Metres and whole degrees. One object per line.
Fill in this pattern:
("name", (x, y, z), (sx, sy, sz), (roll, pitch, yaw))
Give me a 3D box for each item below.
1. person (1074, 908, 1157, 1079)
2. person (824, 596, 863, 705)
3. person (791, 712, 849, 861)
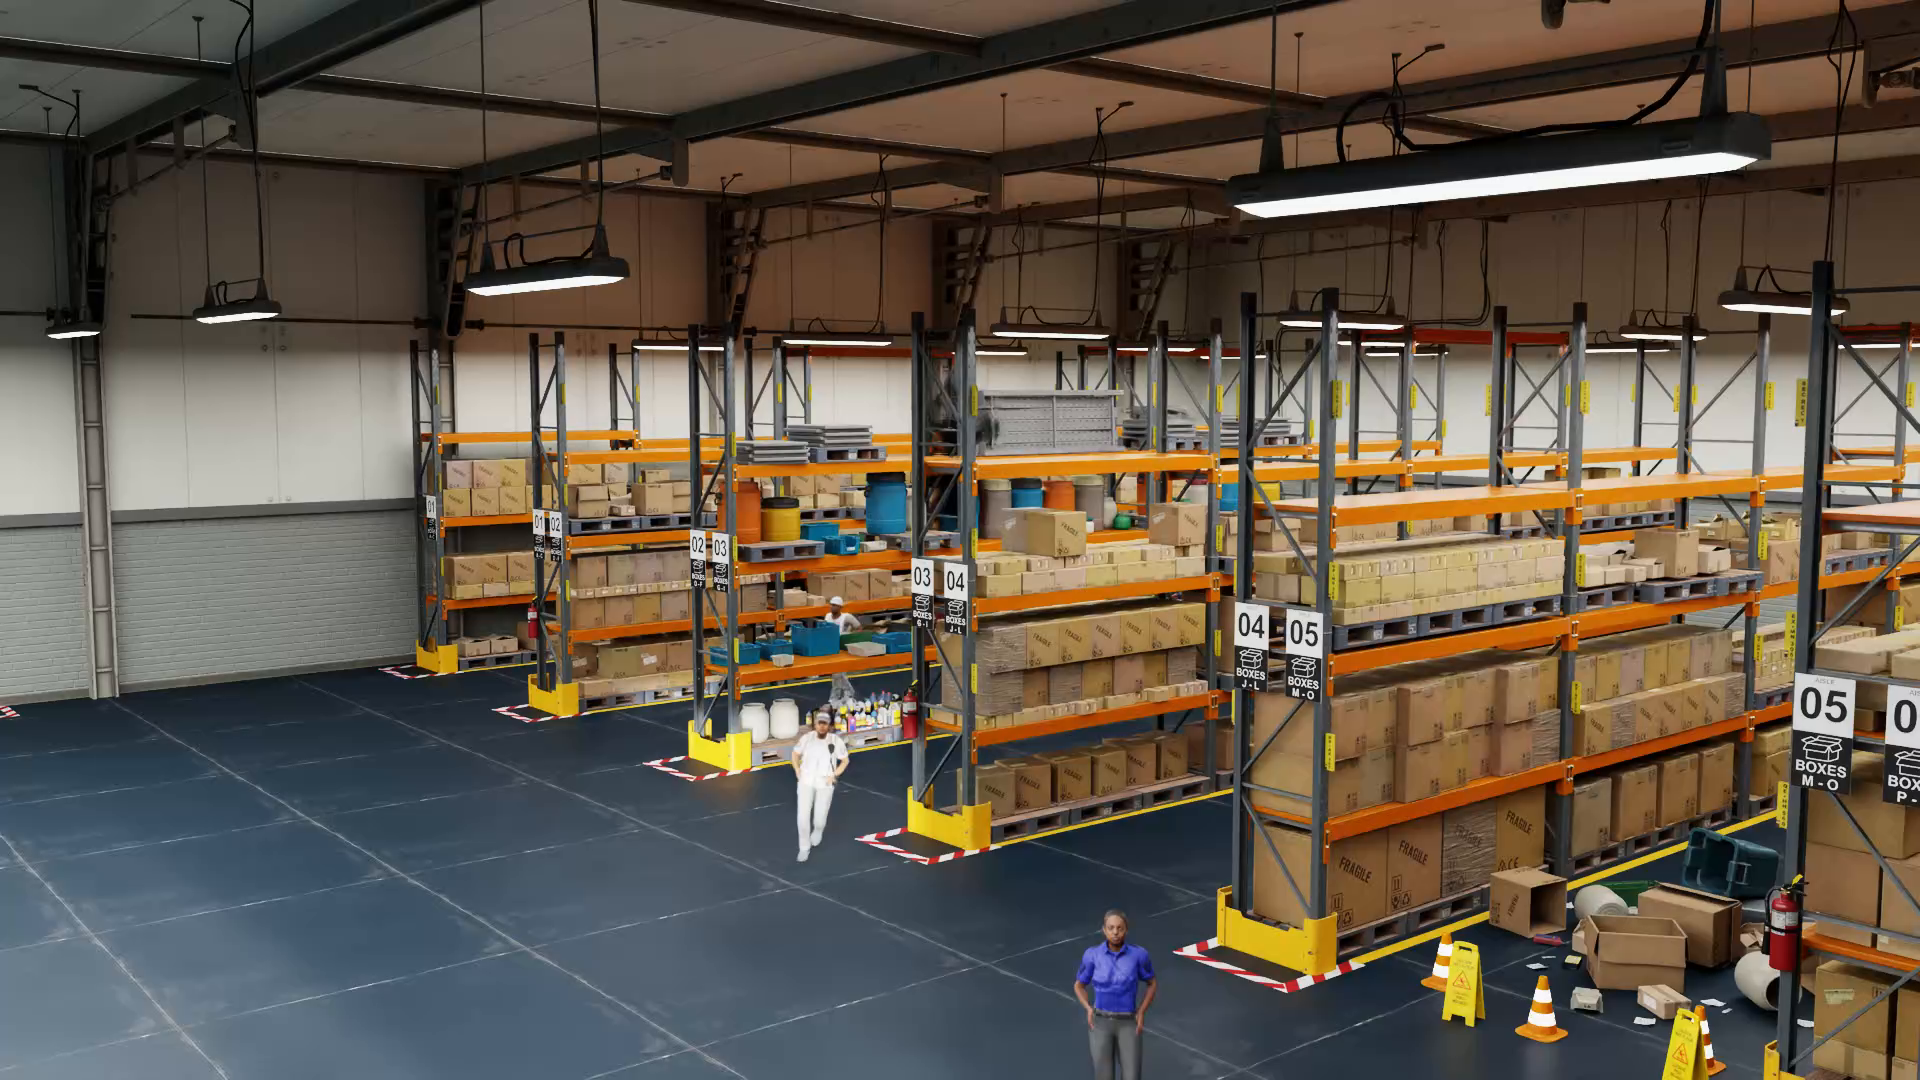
("person", (1.056, 3.317, 11.328), (0.572, 1.606, 0.557), (1, 5, 6))
("person", (-1.937, 1.804, 26.668), (0.706, 1.819, 0.864), (4, 7, 38))
("person", (-1.545, 2.691, 18.326), (0.640, 1.604, 0.613), (0, 5, 5))
